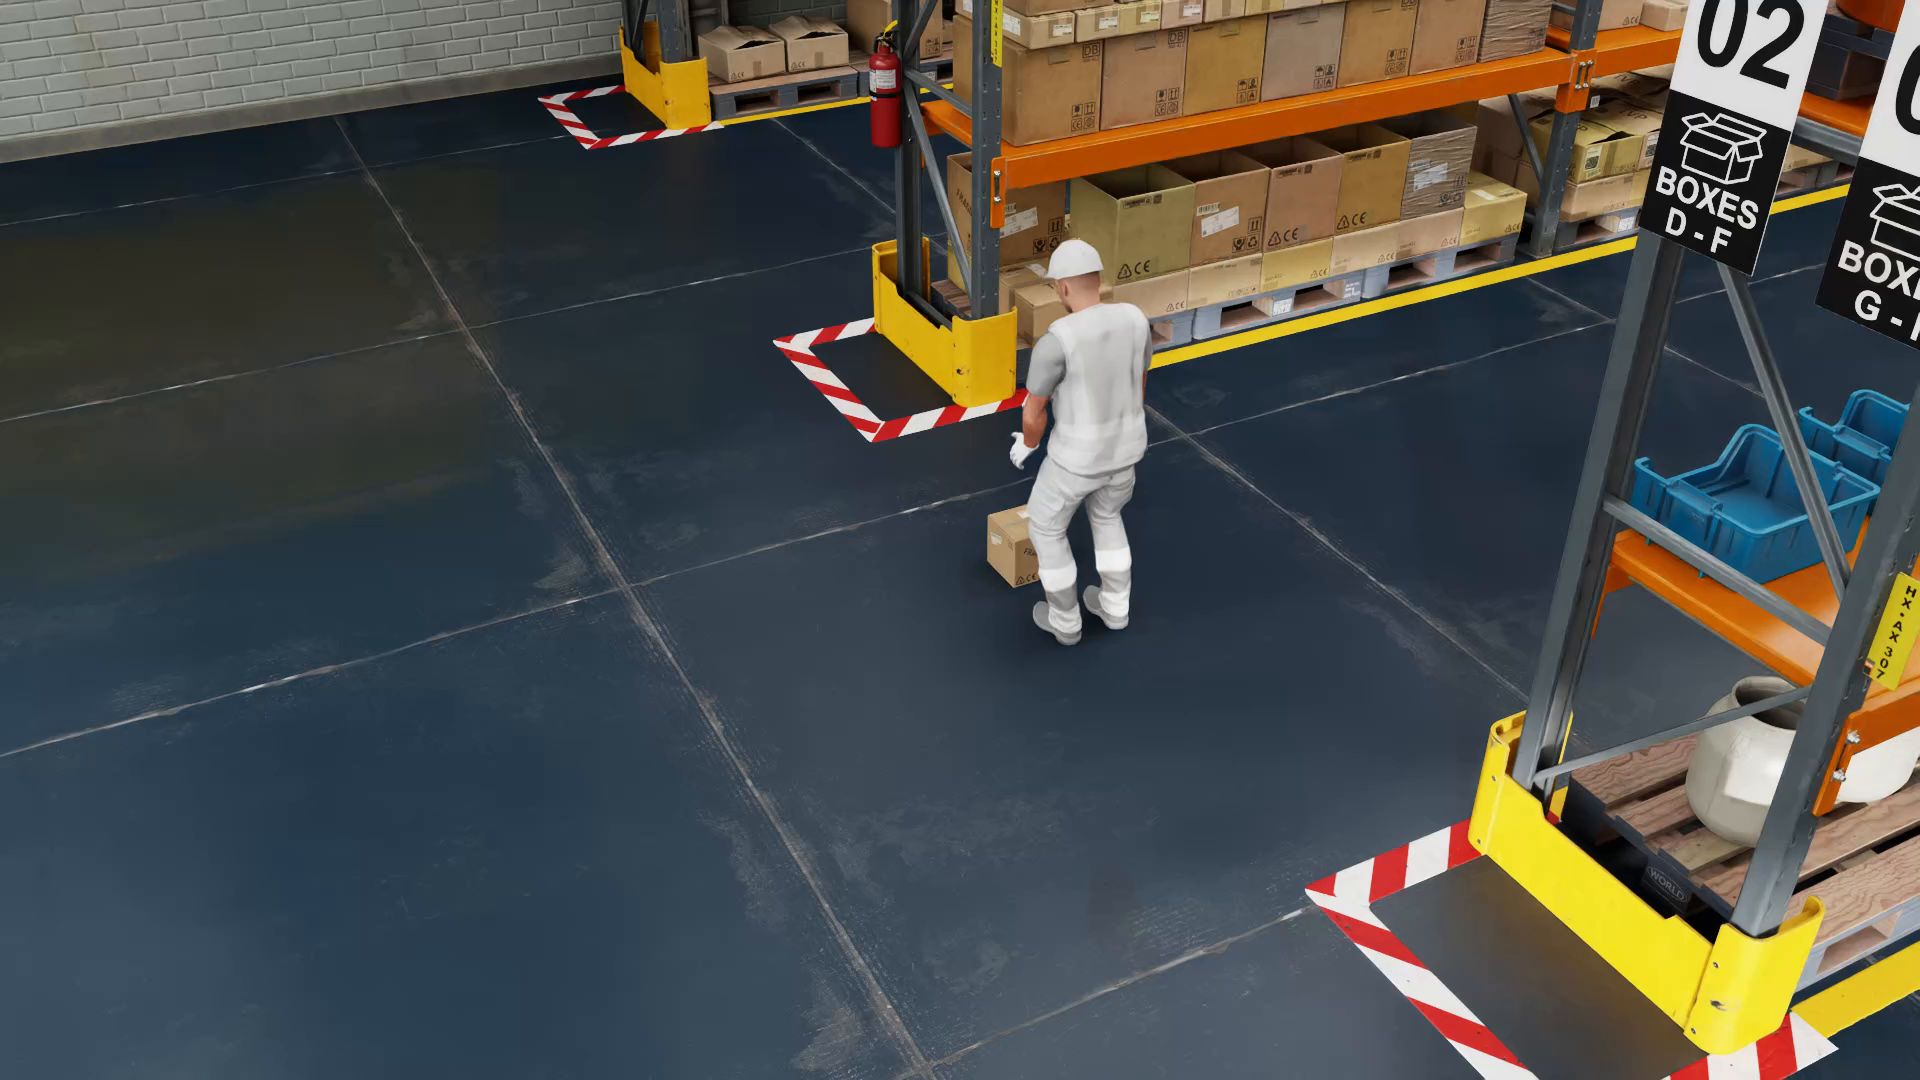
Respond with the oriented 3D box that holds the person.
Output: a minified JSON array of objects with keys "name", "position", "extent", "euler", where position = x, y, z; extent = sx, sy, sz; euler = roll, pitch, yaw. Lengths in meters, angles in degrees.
[{"name":"person","position":[0.486,-0.365,6.770],"extent":[0.554,1.698,0.516],"euler":[-15,36,-22]}]
